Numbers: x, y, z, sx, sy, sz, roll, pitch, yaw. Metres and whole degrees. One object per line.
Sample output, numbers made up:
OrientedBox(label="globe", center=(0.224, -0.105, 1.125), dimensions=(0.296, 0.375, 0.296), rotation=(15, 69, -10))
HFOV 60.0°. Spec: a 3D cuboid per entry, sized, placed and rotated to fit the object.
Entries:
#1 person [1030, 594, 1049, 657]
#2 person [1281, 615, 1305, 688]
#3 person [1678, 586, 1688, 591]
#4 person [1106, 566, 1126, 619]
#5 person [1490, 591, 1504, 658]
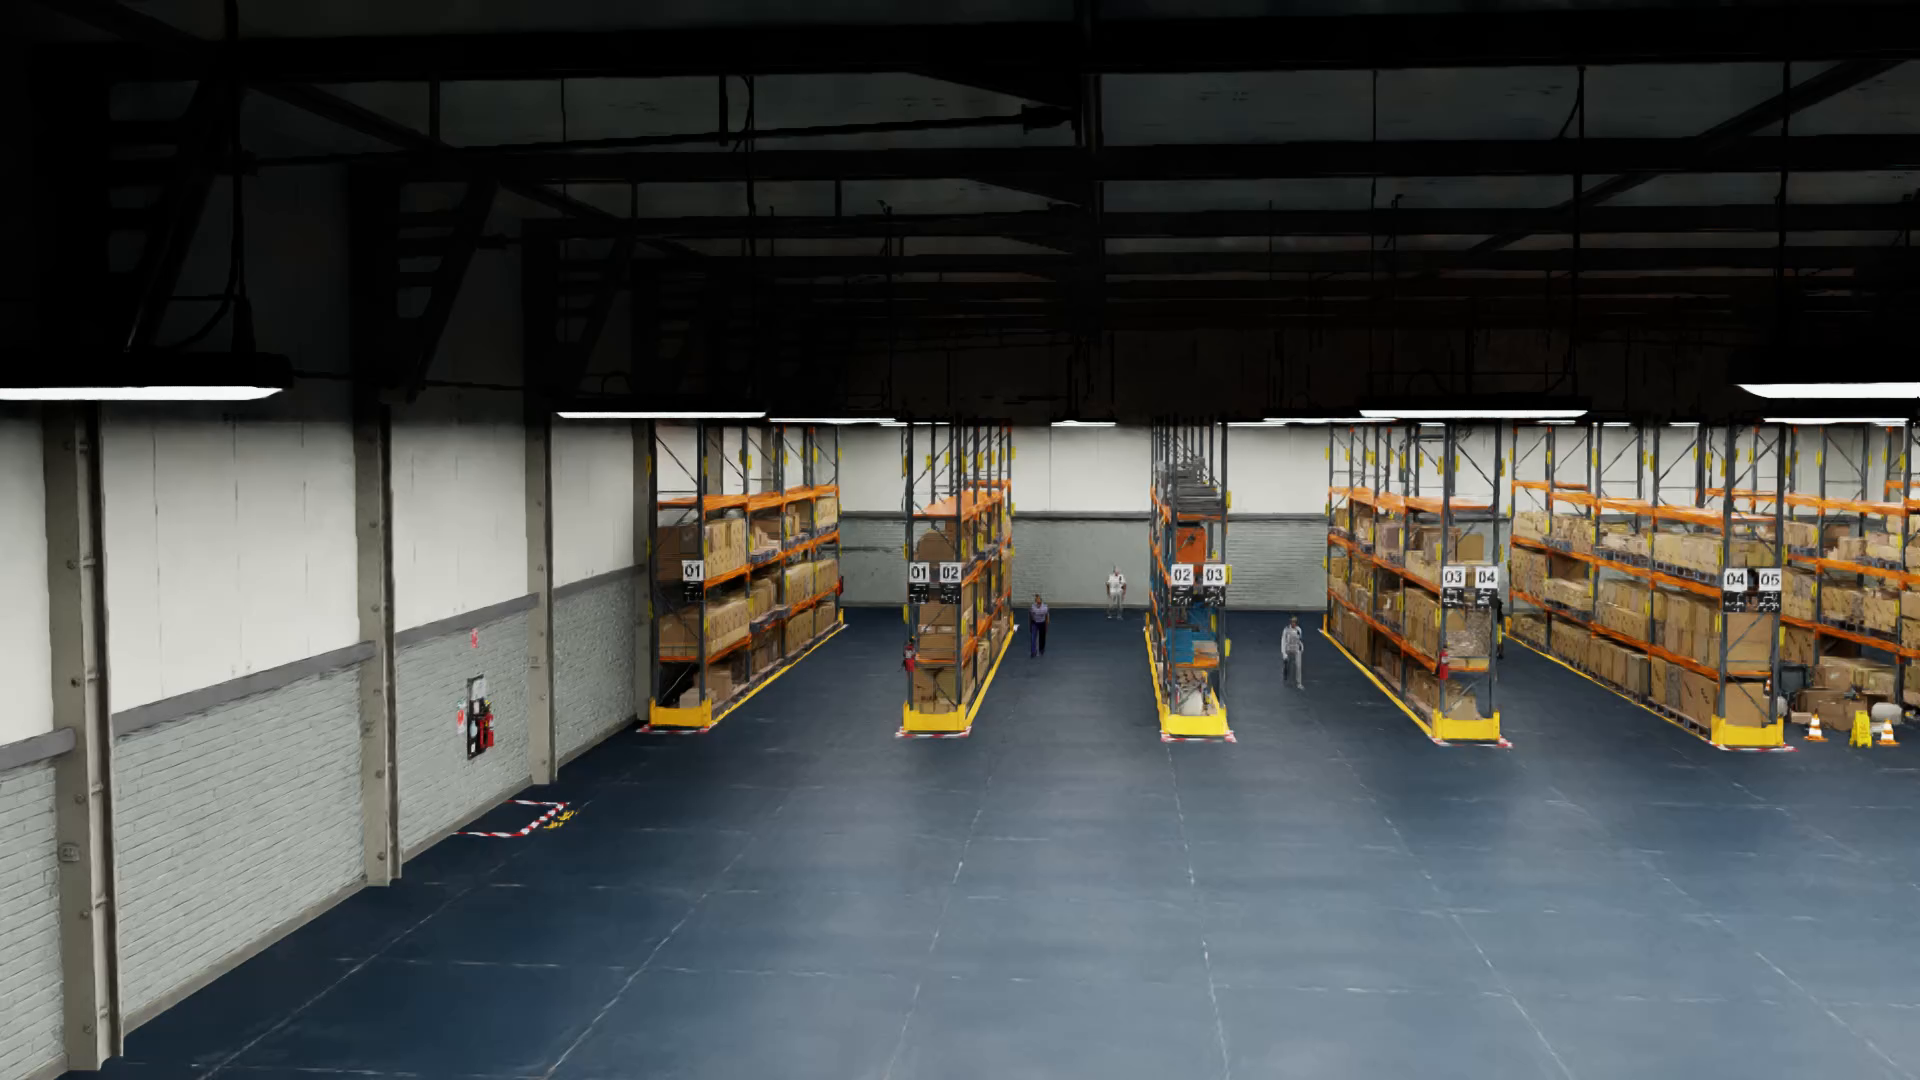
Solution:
OrientedBox(label="person", center=(1.986, 2.126, 41.623), dimensions=(0.478, 1.567, 1.074), rotation=(0, 4, 3))
OrientedBox(label="person", center=(7.330, 2.434, 36.686), dimensions=(0.498, 1.585, 1.075), rotation=(0, 4, 3))
OrientedBox(label="person", center=(19.119, 1.861, 43.975), dimensions=(0.412, 1.786, 0.664), rotation=(1, 4, 8))
OrientedBox(label="person", center=(4.675, 1.572, 49.767), dimensions=(0.592, 1.625, 0.531), rotation=(0, 4, 3))
OrientedBox(label="person", center=(13.300, 2.060, 41.454), dimensions=(0.586, 1.718, 0.638), rotation=(2, 4, 27))
